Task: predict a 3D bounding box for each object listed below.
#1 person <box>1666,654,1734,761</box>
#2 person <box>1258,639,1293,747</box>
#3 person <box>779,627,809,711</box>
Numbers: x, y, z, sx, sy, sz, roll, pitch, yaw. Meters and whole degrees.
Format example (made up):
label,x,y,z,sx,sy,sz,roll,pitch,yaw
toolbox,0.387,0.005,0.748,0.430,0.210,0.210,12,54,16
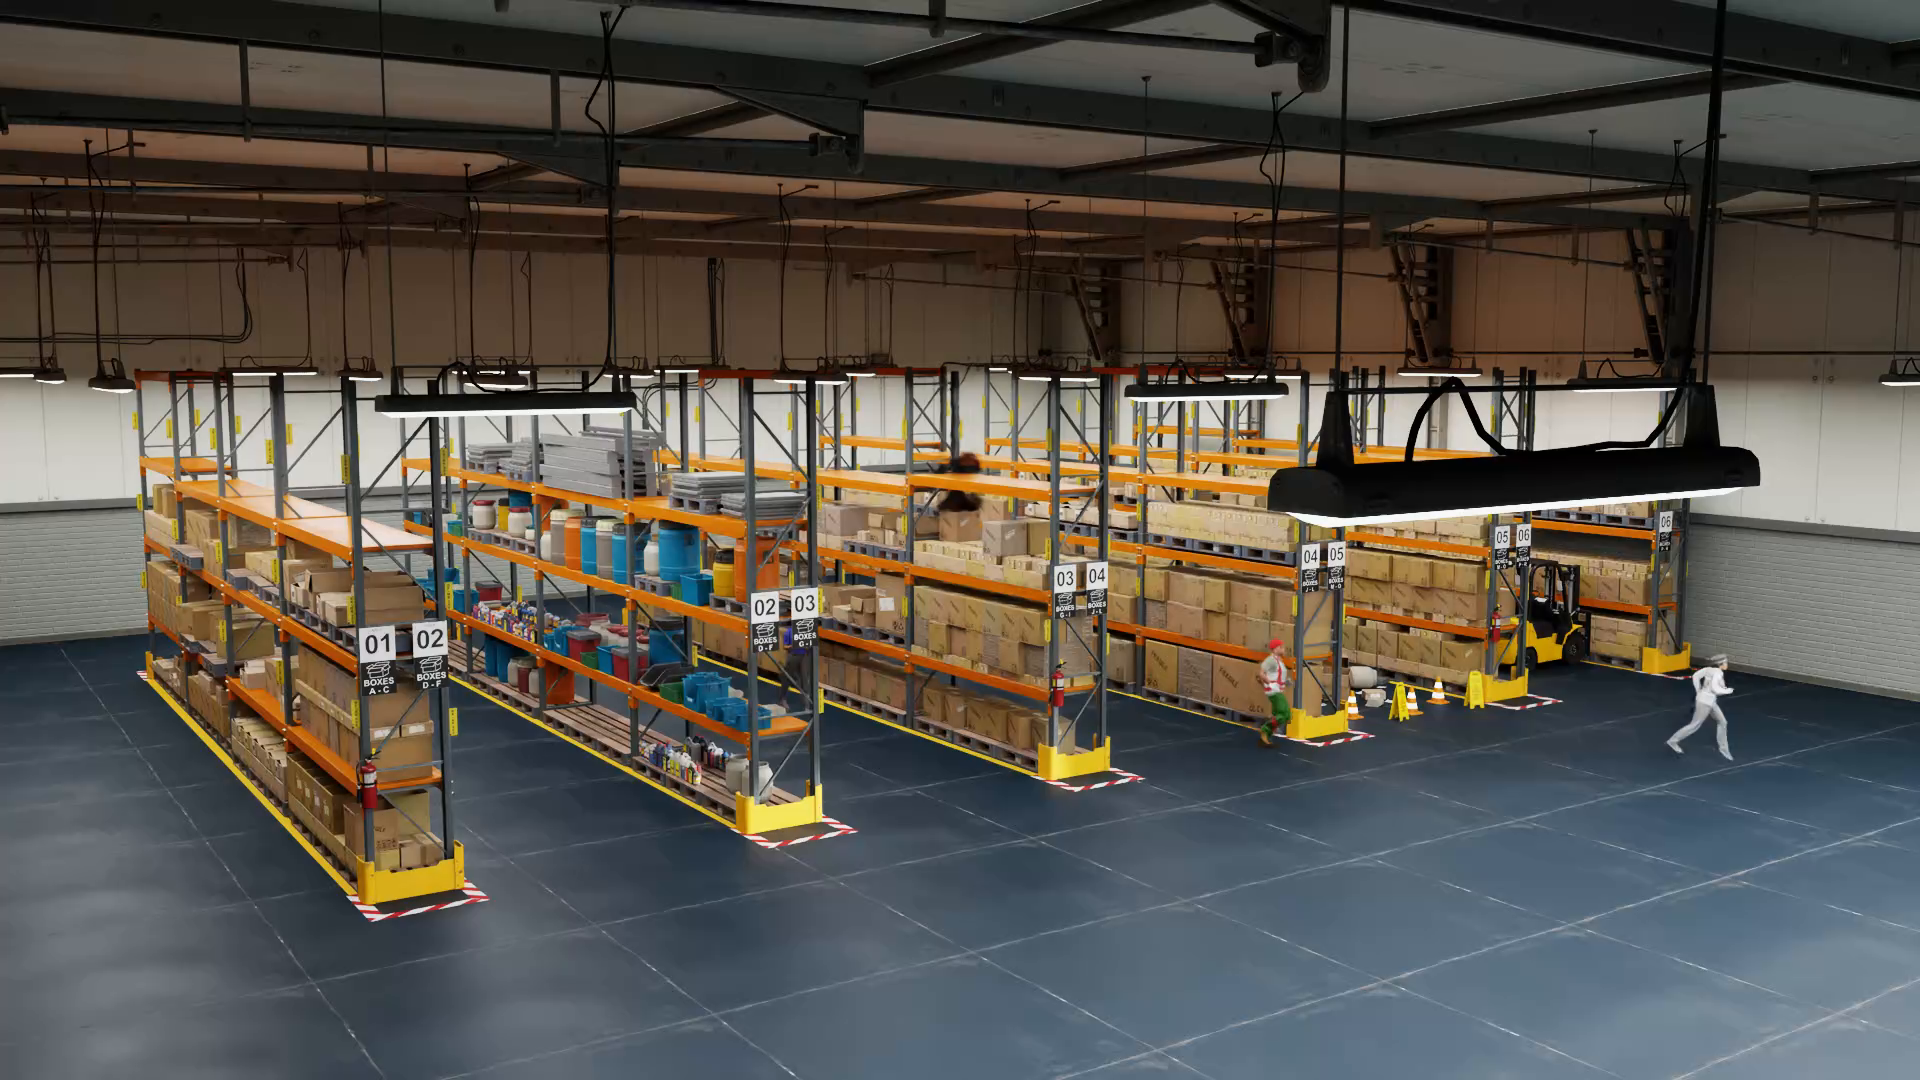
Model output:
label,x,y,z,sx,sy,sz,roll,pitch,yaw
person,11.567,2.594,25.911,0.992,1.695,0.612,2,7,18
person,5.096,2.451,26.690,0.515,1.737,0.693,3,7,25
person,-2.734,2.066,28.000,0.575,1.695,0.880,-5,8,-39
